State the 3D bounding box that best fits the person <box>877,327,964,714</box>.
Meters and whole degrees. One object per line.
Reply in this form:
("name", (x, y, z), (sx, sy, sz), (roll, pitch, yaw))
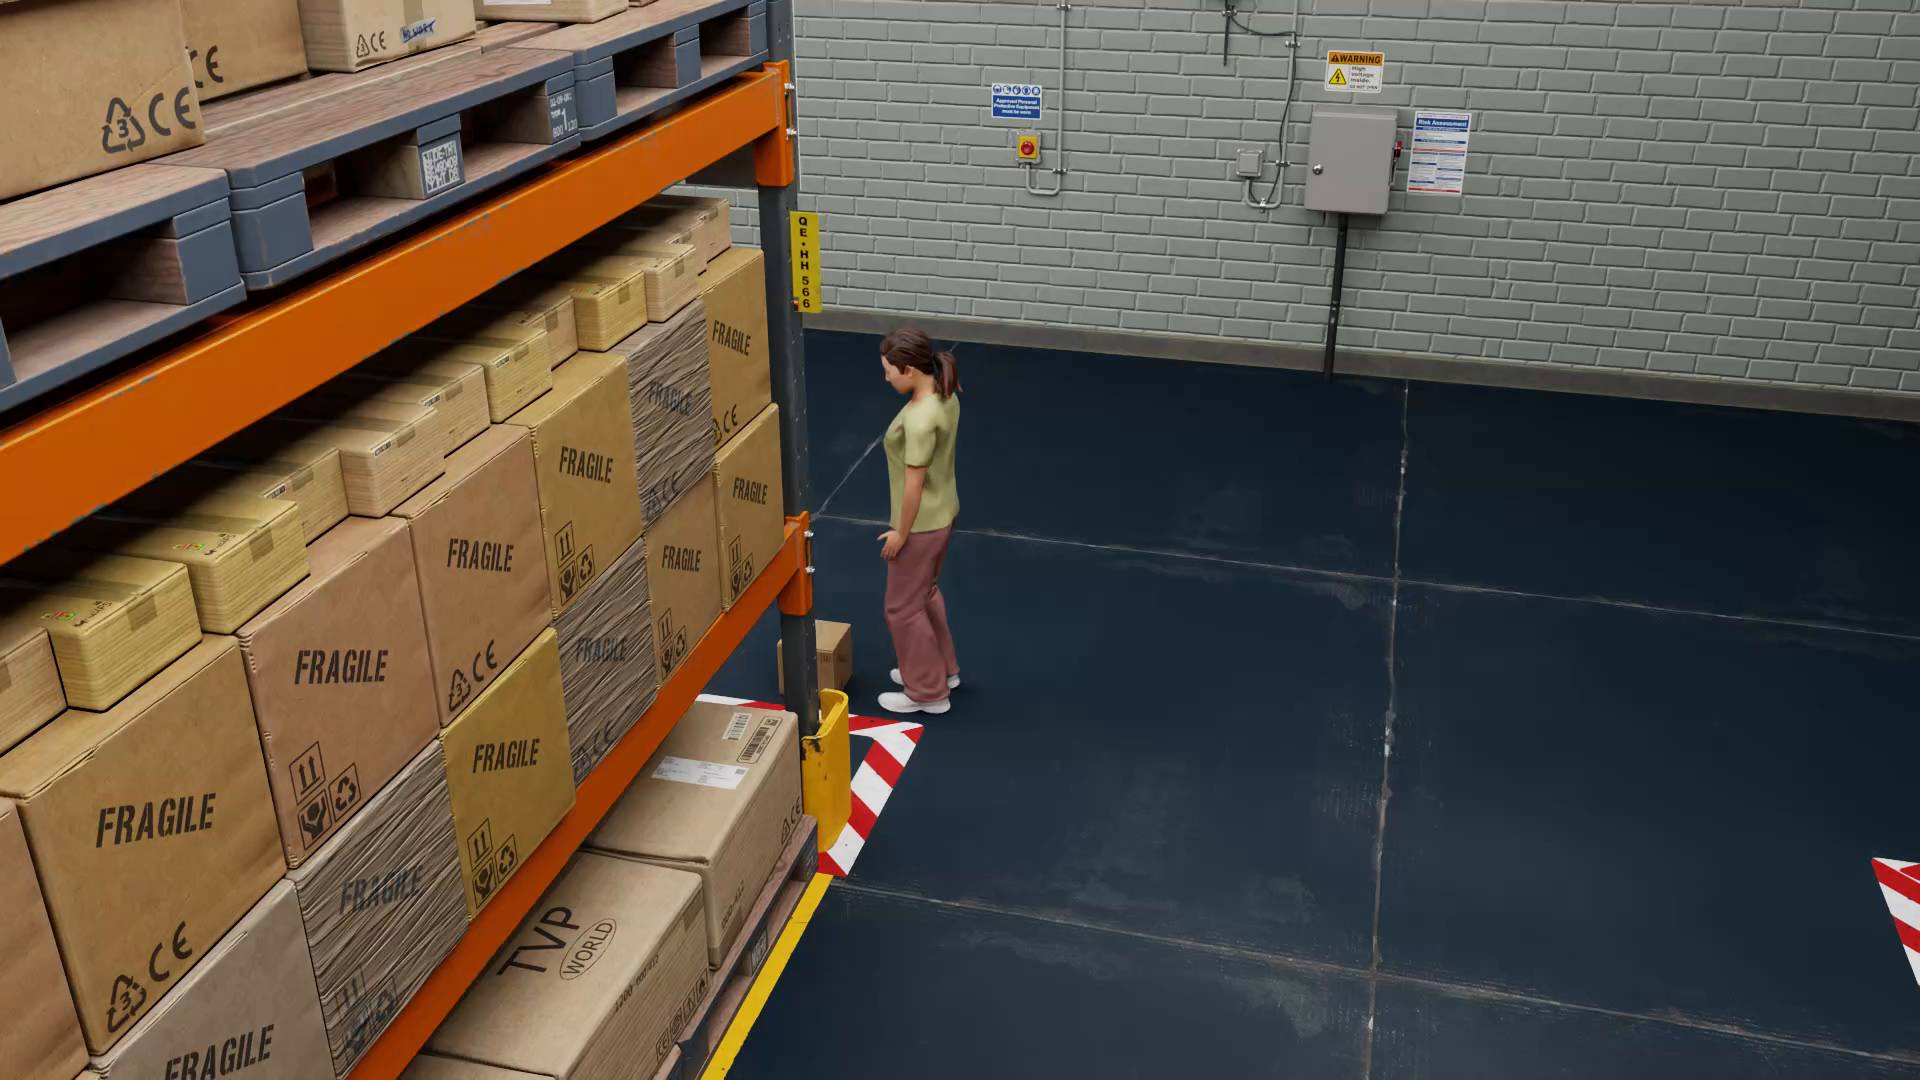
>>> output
("person", (-0.159, -0.066, 6.773), (0.358, 1.668, 0.452), (6, 26, 12))
